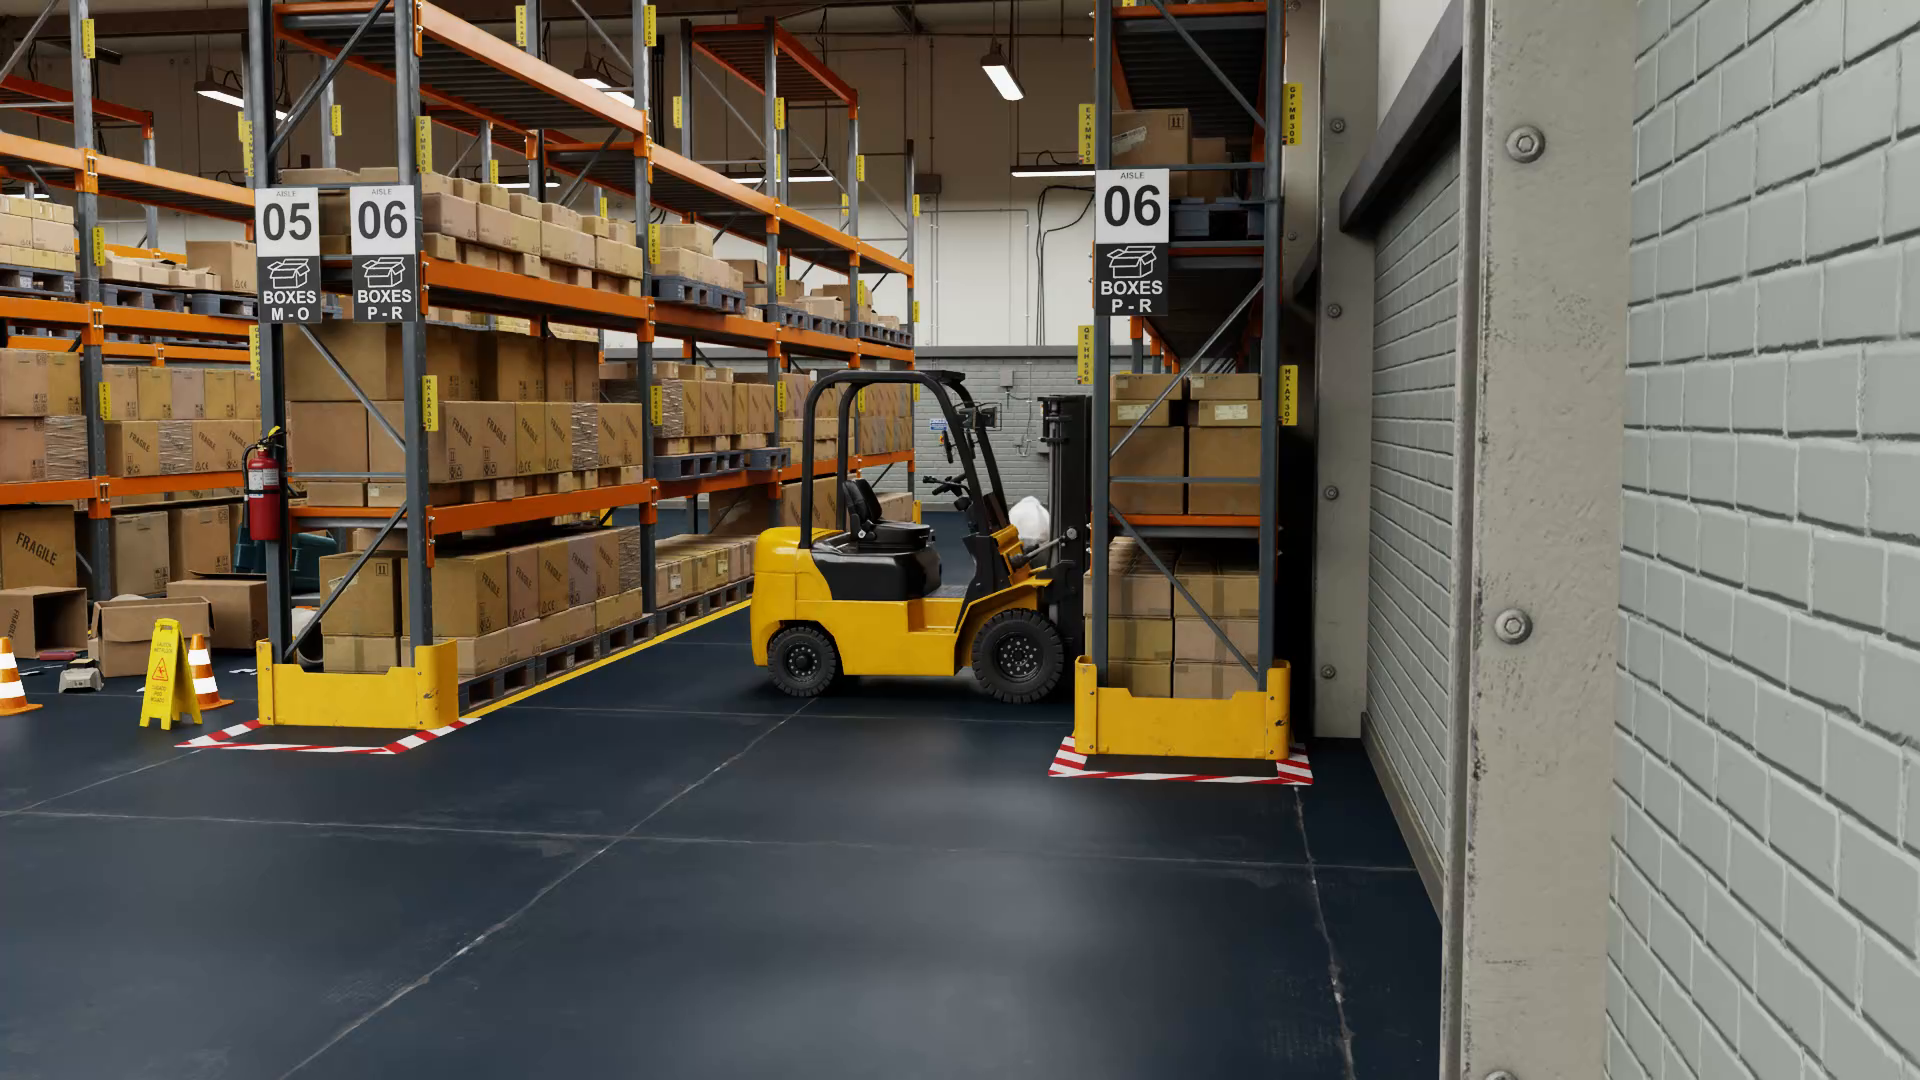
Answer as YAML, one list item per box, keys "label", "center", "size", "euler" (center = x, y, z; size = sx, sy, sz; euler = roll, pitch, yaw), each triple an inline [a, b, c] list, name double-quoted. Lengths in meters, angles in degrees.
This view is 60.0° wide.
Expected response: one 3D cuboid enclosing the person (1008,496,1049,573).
- label: "person"
  center: [0.593, 0.203, 14.494]
  size: [0.495, 1.133, 0.992]
  euler: [0, 4, 6]
